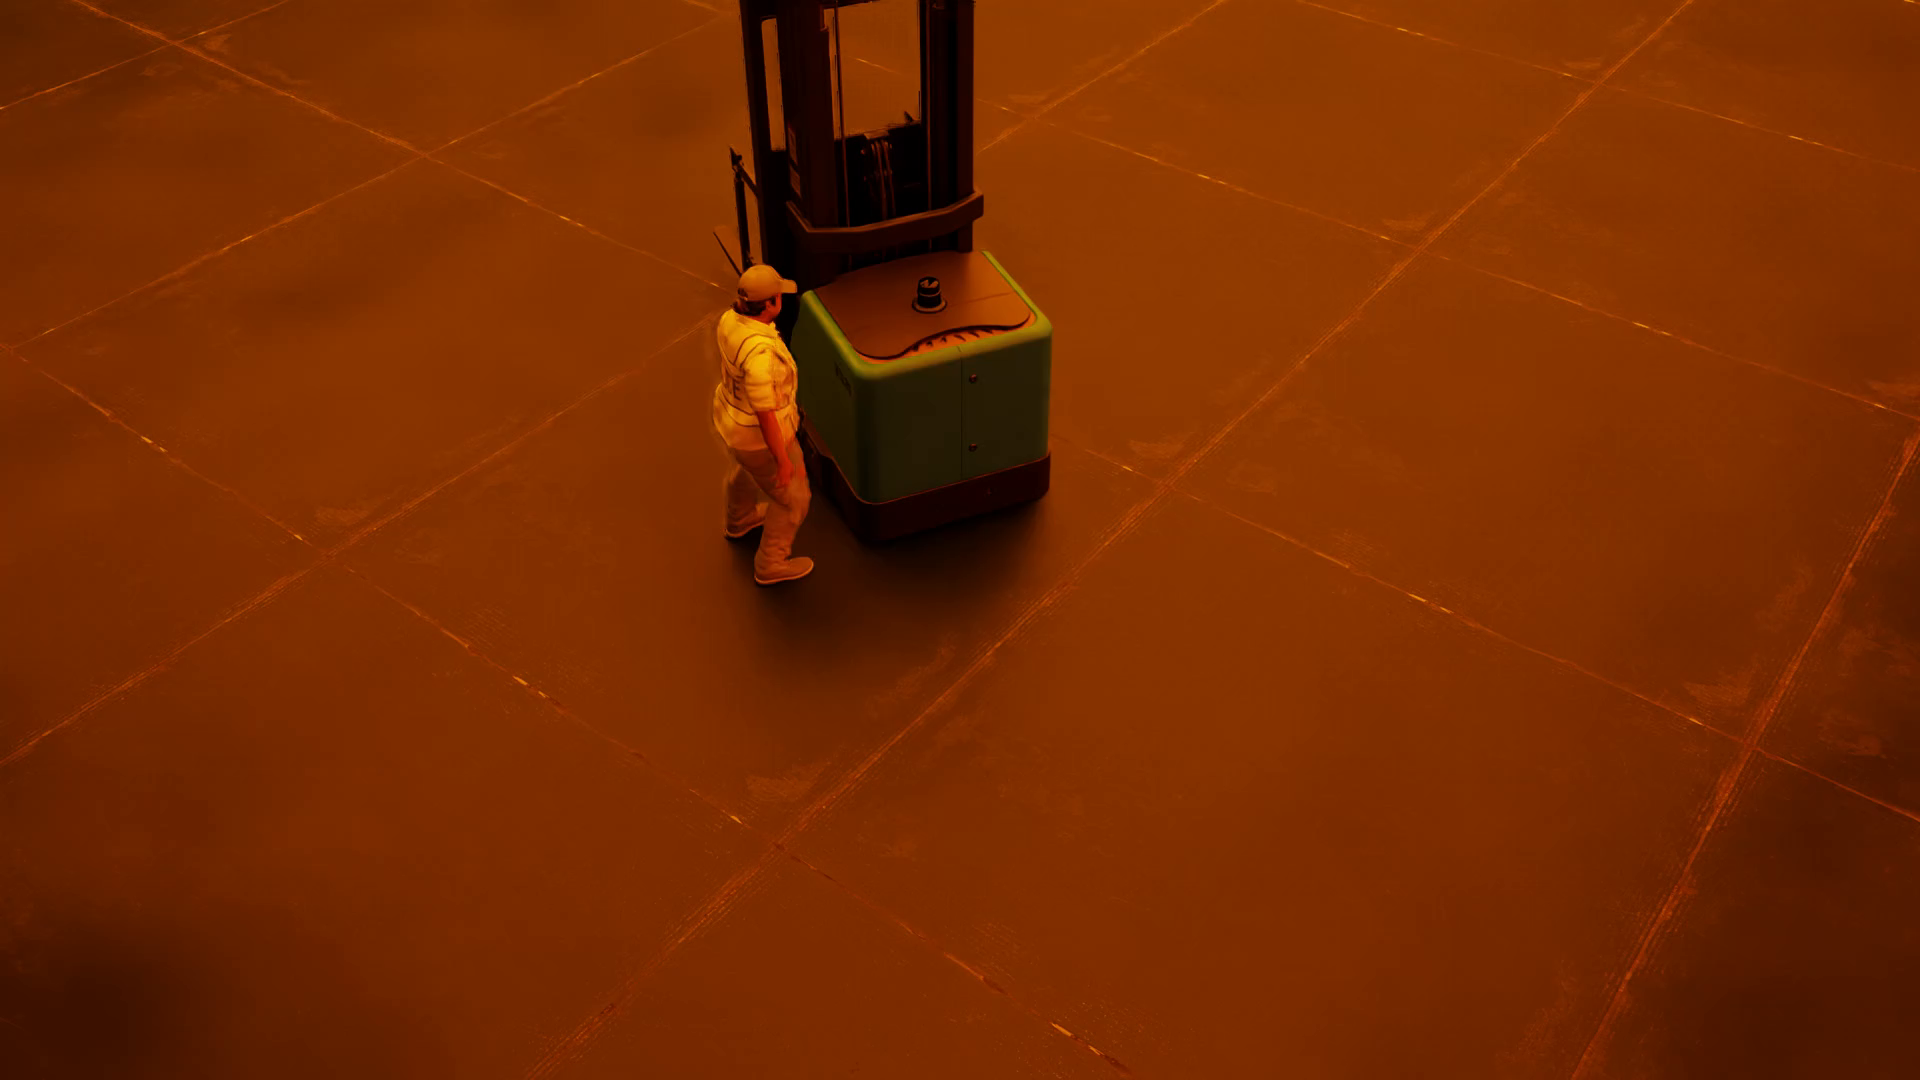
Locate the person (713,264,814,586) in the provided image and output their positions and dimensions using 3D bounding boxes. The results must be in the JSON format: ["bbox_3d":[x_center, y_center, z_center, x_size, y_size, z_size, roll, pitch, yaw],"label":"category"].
[{"bbox_3d":[-0.917,-0.551,7.717,0.435,1.645,0.740,-17,43,-19],"label":"person"}]

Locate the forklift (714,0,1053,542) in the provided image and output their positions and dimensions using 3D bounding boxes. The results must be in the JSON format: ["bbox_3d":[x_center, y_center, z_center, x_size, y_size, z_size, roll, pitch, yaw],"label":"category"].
[{"bbox_3d":[-0.598,-2.065,8.496,1.130,2.935,3.031,-16,43,-18],"label":"forklift"}]
